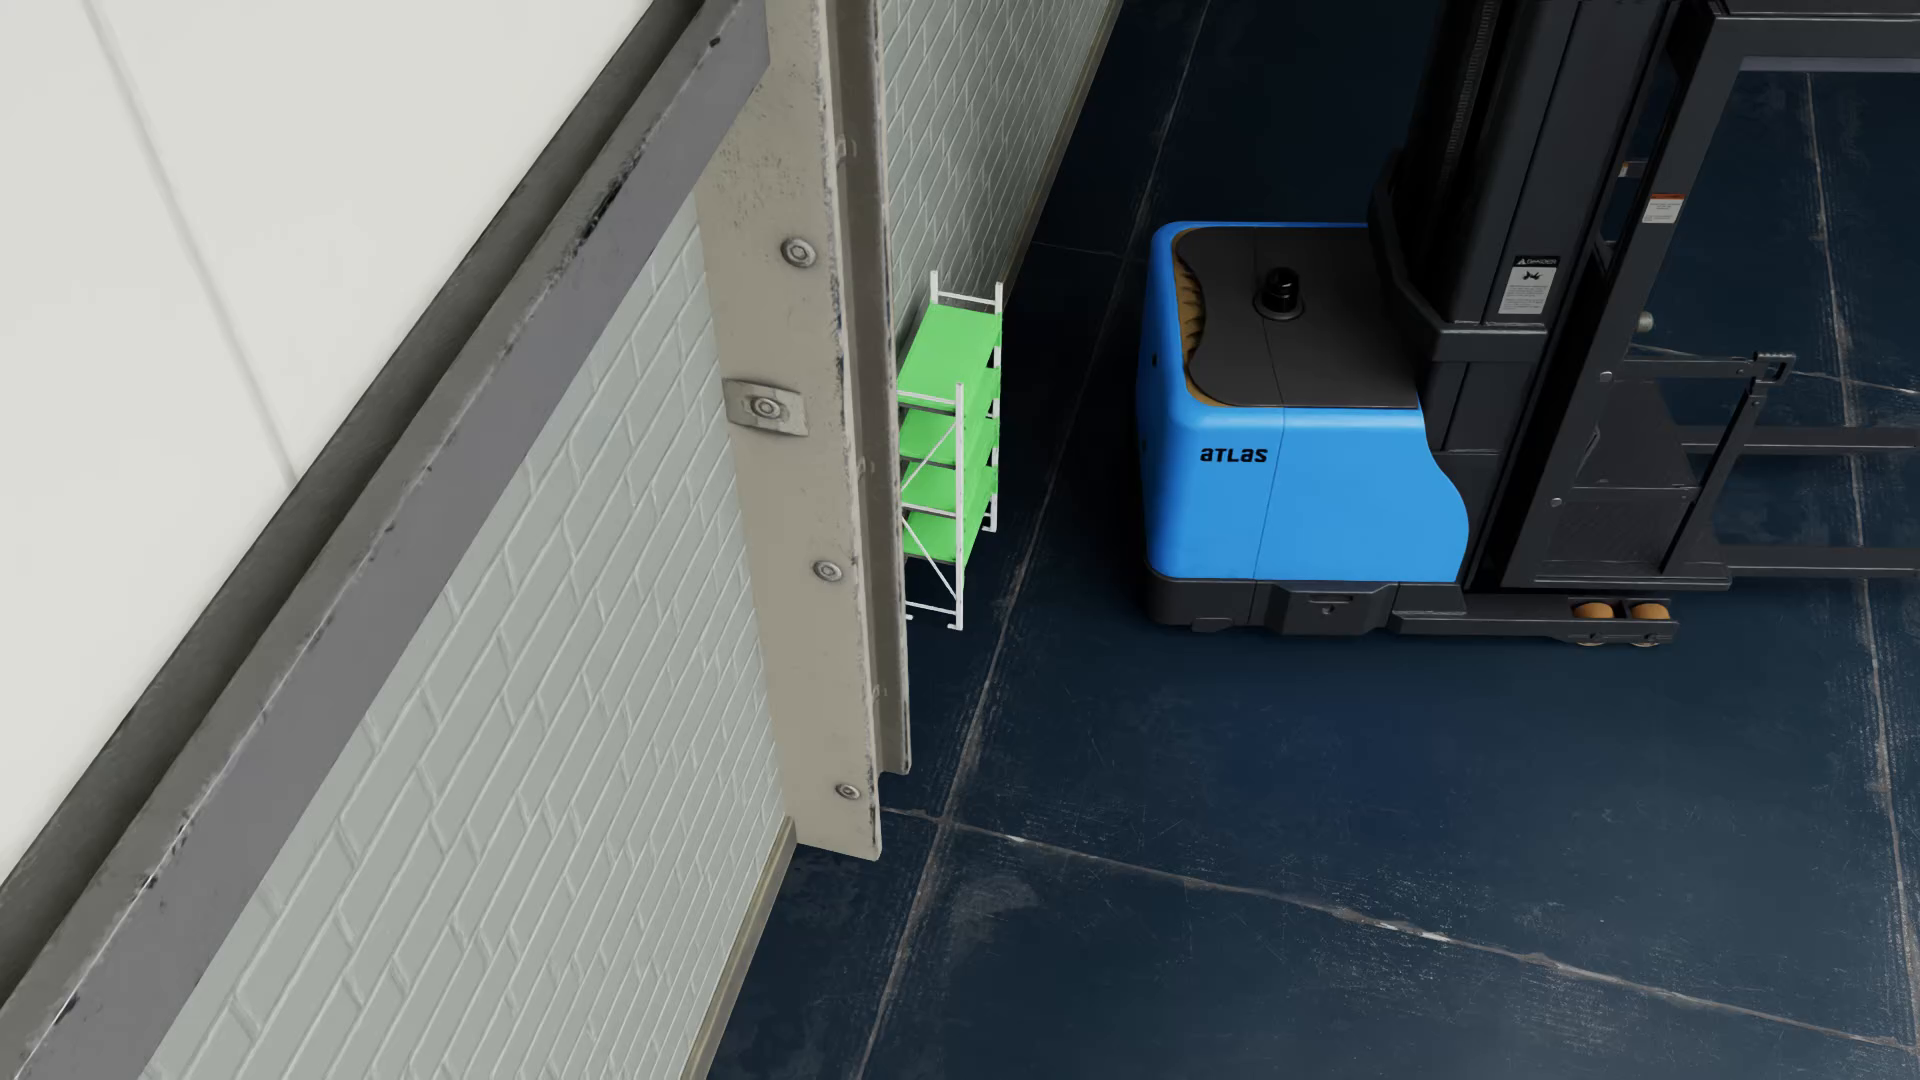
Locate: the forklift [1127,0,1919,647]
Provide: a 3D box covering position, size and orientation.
[{"bbox_3d":[2.161,-0.996,5.174,3.031,2.935,1.130,1,49,1],"label":"forklift"}]

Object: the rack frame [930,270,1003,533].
[{"bbox_3d":[0.021,-0.454,5.850,0.240,1.200,0.015,12,50,10],"label":"rack frame"}]

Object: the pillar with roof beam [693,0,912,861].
[{"bbox_3d":[3.791,-1.270,1.369,9.100,9.000,0.400,12,50,10],"label":"pillar with roof beam"}]

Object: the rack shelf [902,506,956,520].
[{"bbox_3d":[-0.044,-0.254,5.721,0.199,0.029,0.442,12,50,10],"label":"rack shelf"}]

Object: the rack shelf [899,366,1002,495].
[{"bbox_3d":[-0.044,-0.394,5.562,0.258,0.148,0.480,12,50,10],"label":"rack shelf"}]

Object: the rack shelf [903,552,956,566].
[{"bbox_3d":[-0.044,-0.095,5.901,0.199,0.029,0.442,12,50,10],"label":"rack shelf"}]

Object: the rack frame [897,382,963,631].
[{"bbox_3d":[-0.108,-0.101,5.539,0.240,1.200,0.015,12,50,10],"label":"rack frame"}]

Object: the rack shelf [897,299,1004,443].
[{"bbox_3d":[-0.044,-0.553,5.382,0.258,0.148,0.480,12,50,10],"label":"rack shelf"}]

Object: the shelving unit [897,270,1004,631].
[{"bbox_3d":[-0.044,-0.277,5.694,0.258,1.200,0.503,12,50,10],"label":"shelving unit"}]
